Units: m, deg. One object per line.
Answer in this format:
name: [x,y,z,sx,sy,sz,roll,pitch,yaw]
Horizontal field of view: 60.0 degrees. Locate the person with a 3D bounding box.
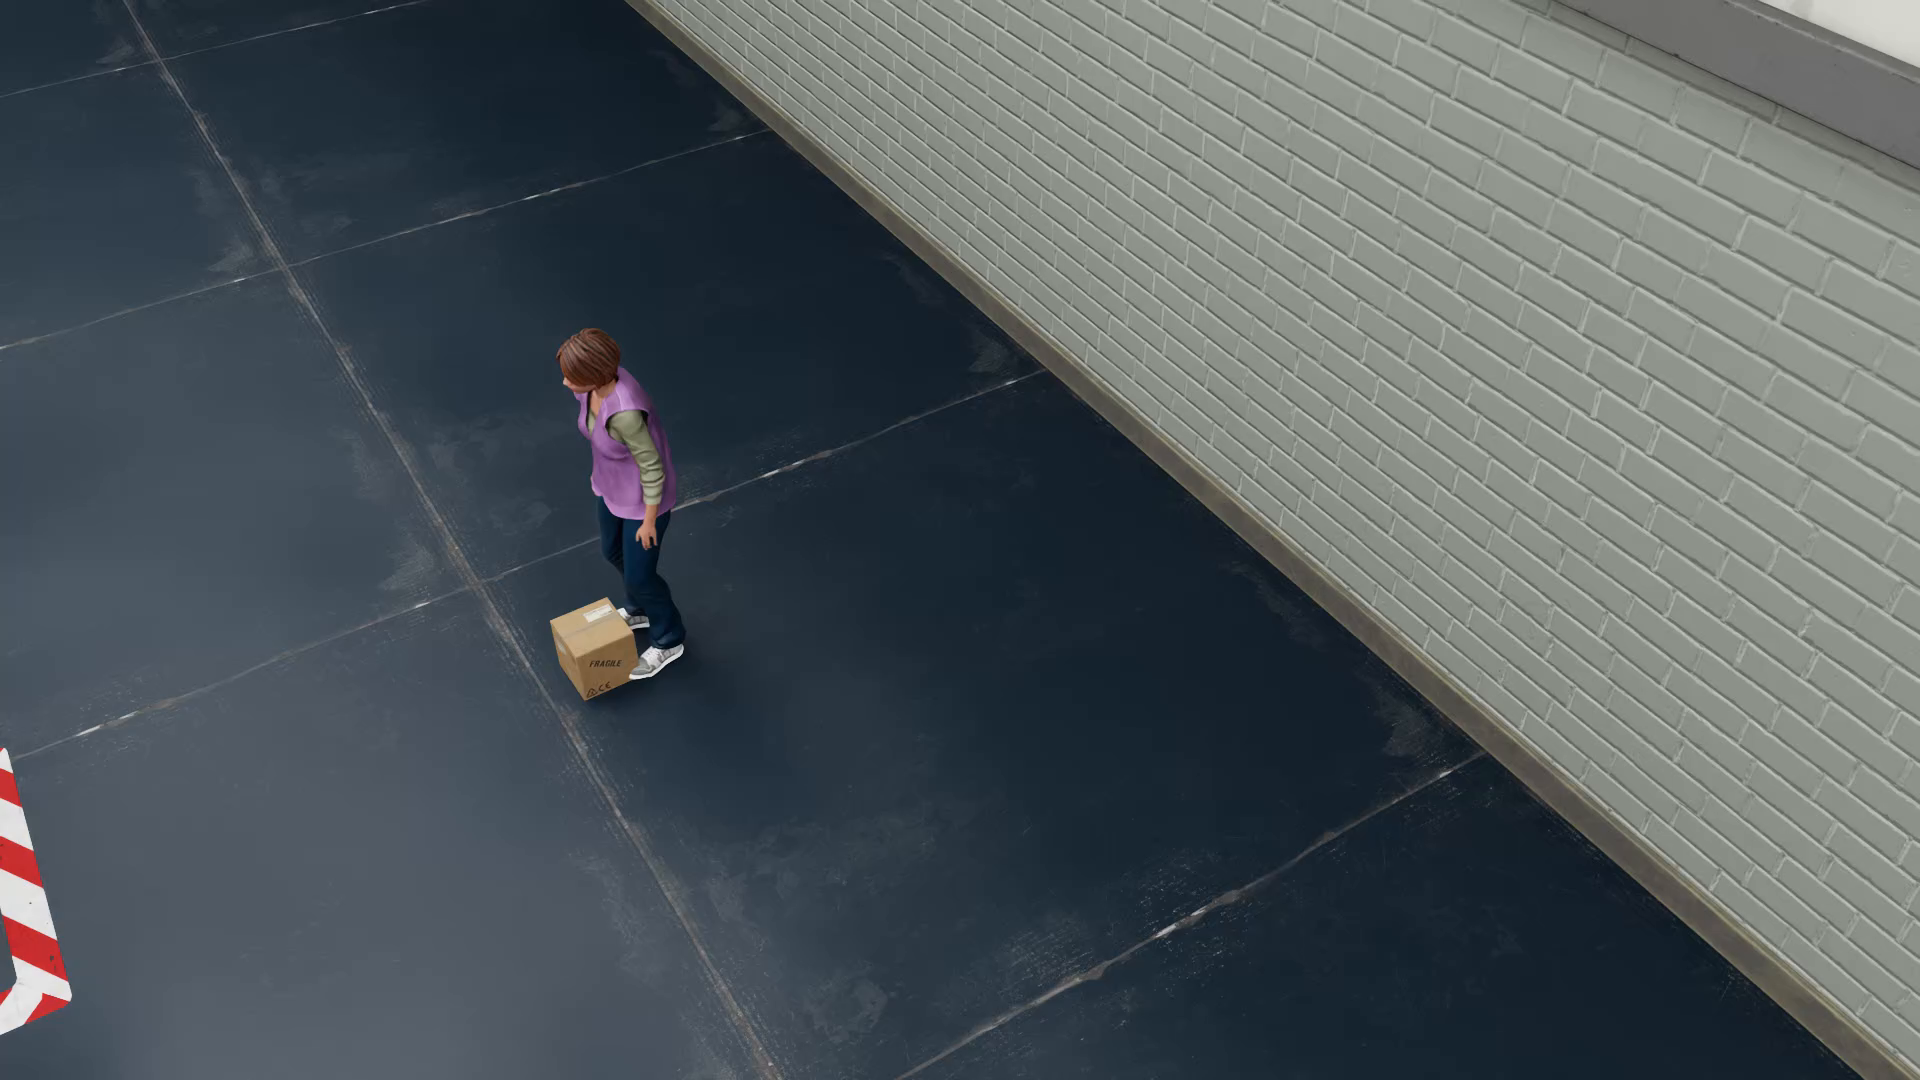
person: [-5.112,-2.962,8.321,2.805,3.194,10.346,-25,47,-26]
